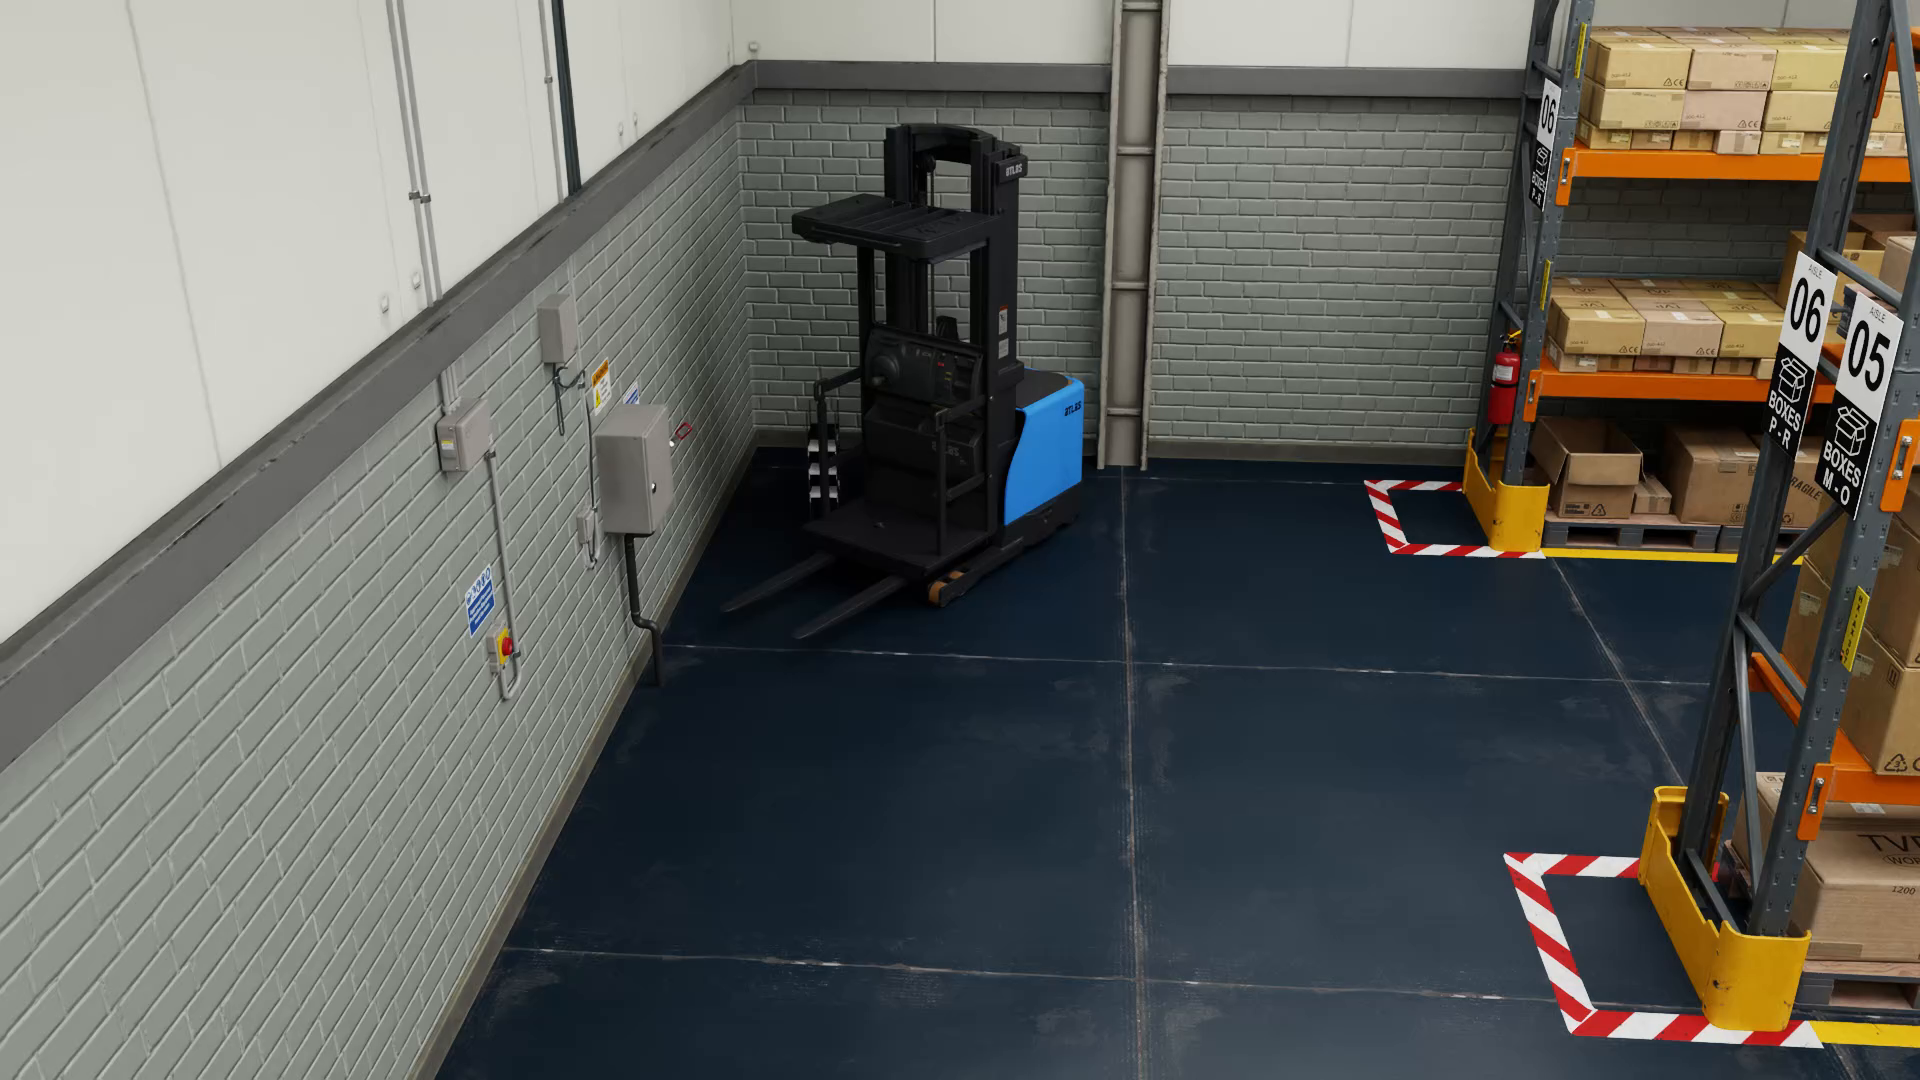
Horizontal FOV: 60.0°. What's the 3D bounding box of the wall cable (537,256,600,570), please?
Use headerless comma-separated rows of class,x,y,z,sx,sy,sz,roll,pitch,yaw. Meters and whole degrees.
wall cable,-1.990,-0.678,8.631,0.122,1.984,0.588,2,25,4

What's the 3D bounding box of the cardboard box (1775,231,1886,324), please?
cardboard box,5.840,-1.756,11.116,0.500,0.500,0.500,2,25,5

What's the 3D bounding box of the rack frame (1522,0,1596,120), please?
rack frame,3.913,-4.249,10.429,0.127,3.000,1.000,2,25,4

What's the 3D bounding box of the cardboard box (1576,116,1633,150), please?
cardboard box,4.213,-2.665,10.876,0.250,0.149,0.380,2,25,5

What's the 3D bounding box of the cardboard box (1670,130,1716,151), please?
cardboard box,4.731,-2.652,10.848,0.250,0.149,0.380,2,25,4

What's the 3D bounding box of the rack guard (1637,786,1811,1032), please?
rack guard,3.513,1.680,7.711,0.348,0.500,1.175,2,25,4

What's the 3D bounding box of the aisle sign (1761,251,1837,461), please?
aisle sign,3.489,-0.767,6.929,0.004,0.787,0.394,2,25,4

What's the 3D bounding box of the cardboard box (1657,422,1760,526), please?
cardboard box,5.365,-0.476,11.895,0.500,0.500,0.700,3,25,6

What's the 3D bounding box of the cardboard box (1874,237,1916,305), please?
cardboard box,3.992,-1.008,6.533,0.500,0.250,0.500,0,25,-1

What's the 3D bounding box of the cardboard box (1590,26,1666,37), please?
cardboard box,4.377,-3.282,11.143,0.500,0.250,0.500,1,25,3

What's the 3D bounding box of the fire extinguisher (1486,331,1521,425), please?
fire extinguisher,3.731,-1.131,11.369,0.183,0.674,0.296,2,25,4

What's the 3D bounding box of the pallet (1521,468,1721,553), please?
pallet,4.784,-0.229,12.206,1.213,0.211,1.003,2,25,4

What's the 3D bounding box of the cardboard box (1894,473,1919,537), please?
cardboard box,3.869,-0.122,6.546,0.250,0.149,0.380,2,25,5

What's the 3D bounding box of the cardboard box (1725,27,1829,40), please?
cardboard box,5.411,-3.253,11.080,0.500,0.250,0.500,2,25,5

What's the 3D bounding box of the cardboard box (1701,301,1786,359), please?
cardboard box,5.353,-1.433,11.310,0.500,0.250,0.500,1,25,3

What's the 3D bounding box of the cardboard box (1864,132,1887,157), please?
cardboard box,5.734,-2.575,10.681,0.250,0.149,0.380,2,25,4

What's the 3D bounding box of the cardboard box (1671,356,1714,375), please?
cardboard box,4.989,-1.268,11.429,0.250,0.149,0.380,3,25,6

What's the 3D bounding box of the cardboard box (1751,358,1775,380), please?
cardboard box,5.500,-1.222,11.330,0.250,0.149,0.380,1,25,2

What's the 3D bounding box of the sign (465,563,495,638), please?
sign,-2.152,0.270,7.462,0.001,0.218,0.327,2,25,4

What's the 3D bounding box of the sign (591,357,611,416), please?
sign,-1.992,-0.855,9.242,0.001,0.242,0.339,2,25,4

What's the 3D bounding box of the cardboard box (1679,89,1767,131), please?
cardboard box,4.843,-2.817,10.730,0.500,0.250,0.500,2,25,5

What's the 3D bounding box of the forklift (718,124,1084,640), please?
forklift,-0.367,-1.120,10.890,1.130,2.935,3.031,17,30,32

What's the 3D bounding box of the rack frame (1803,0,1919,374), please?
rack frame,3.537,-2.180,5.933,0.127,3.000,1.000,2,25,4

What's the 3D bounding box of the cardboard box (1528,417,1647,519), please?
cardboard box,4.515,-0.521,11.989,0.637,0.503,0.797,1,25,2

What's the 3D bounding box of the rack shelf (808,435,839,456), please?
rack shelf,-0.986,-0.686,12.024,0.200,0.077,0.258,1,25,1

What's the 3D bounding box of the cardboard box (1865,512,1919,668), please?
cardboard box,3.993,0.180,6.666,0.500,0.500,0.500,1,25,3

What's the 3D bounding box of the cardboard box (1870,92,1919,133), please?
cardboard box,5.870,-2.789,10.668,0.500,0.250,0.500,1,25,3

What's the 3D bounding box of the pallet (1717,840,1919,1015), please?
pallet,4.340,1.805,7.785,1.213,0.211,1.003,2,25,4

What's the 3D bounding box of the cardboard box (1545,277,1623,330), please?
cardboard box,4.392,-1.686,11.861,0.500,0.250,0.500,3,25,6

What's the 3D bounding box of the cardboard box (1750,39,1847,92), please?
cardboard box,5.344,-3.027,10.588,0.500,0.250,0.500,1,25,3

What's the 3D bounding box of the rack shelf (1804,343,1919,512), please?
rack shelf,5.531,-0.426,6.571,4.000,0.370,1.077,2,25,4

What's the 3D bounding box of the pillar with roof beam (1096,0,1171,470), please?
pillar with roof beam,0.964,-2.916,7.534,0.400,9.000,9.100,2,25,4

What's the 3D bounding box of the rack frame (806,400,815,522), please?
rack frame,-1.088,-0.553,12.087,0.006,0.900,0.240,1,25,1

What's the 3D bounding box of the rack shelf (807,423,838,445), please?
rack shelf,-0.986,-0.767,11.986,0.200,0.077,0.258,1,25,1

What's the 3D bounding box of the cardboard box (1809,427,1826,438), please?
cardboard box,6.400,-0.443,11.823,0.500,0.500,0.700,1,25,2

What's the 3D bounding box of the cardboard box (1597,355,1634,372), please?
cardboard box,4.477,-1.295,11.489,0.250,0.149,0.380,2,25,5

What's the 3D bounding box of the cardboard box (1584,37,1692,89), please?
cardboard box,4.336,-3.061,10.663,0.500,0.250,0.500,2,25,3

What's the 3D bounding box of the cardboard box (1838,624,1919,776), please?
cardboard box,3.993,0.635,6.873,0.500,0.500,0.500,2,25,4

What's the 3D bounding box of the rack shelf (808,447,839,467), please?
rack shelf,-0.986,-0.604,12.062,0.200,0.077,0.258,1,25,1

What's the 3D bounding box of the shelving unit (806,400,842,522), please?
shelving unit,-0.986,-0.552,12.085,0.210,0.900,0.258,1,25,1

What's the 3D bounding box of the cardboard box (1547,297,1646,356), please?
cardboard box,4.345,-1.463,11.377,0.500,0.250,0.500,2,25,4

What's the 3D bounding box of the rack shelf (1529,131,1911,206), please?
rack shelf,5.907,-2.495,11.068,4.000,0.370,1.077,2,25,4

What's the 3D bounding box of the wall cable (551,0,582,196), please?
wall cable,-1.845,-3.735,9.267,0.133,3.039,2.988,2,25,4

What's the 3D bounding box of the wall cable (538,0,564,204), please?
wall cable,-2.096,-2.558,6.754,0.029,3.000,2.355,2,25,4

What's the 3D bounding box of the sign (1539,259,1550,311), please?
sign,3.871,-1.690,11.011,0.005,0.325,0.100,2,25,4

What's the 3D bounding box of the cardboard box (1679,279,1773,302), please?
cardboard box,5.399,-1.651,11.785,0.500,0.250,0.500,3,25,6

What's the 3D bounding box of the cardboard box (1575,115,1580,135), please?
cardboard box,4.250,-2.858,11.296,0.250,0.149,0.380,2,25,5

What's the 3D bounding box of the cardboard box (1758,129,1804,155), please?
cardboard box,5.233,-2.596,10.726,0.250,0.149,0.380,2,25,4
